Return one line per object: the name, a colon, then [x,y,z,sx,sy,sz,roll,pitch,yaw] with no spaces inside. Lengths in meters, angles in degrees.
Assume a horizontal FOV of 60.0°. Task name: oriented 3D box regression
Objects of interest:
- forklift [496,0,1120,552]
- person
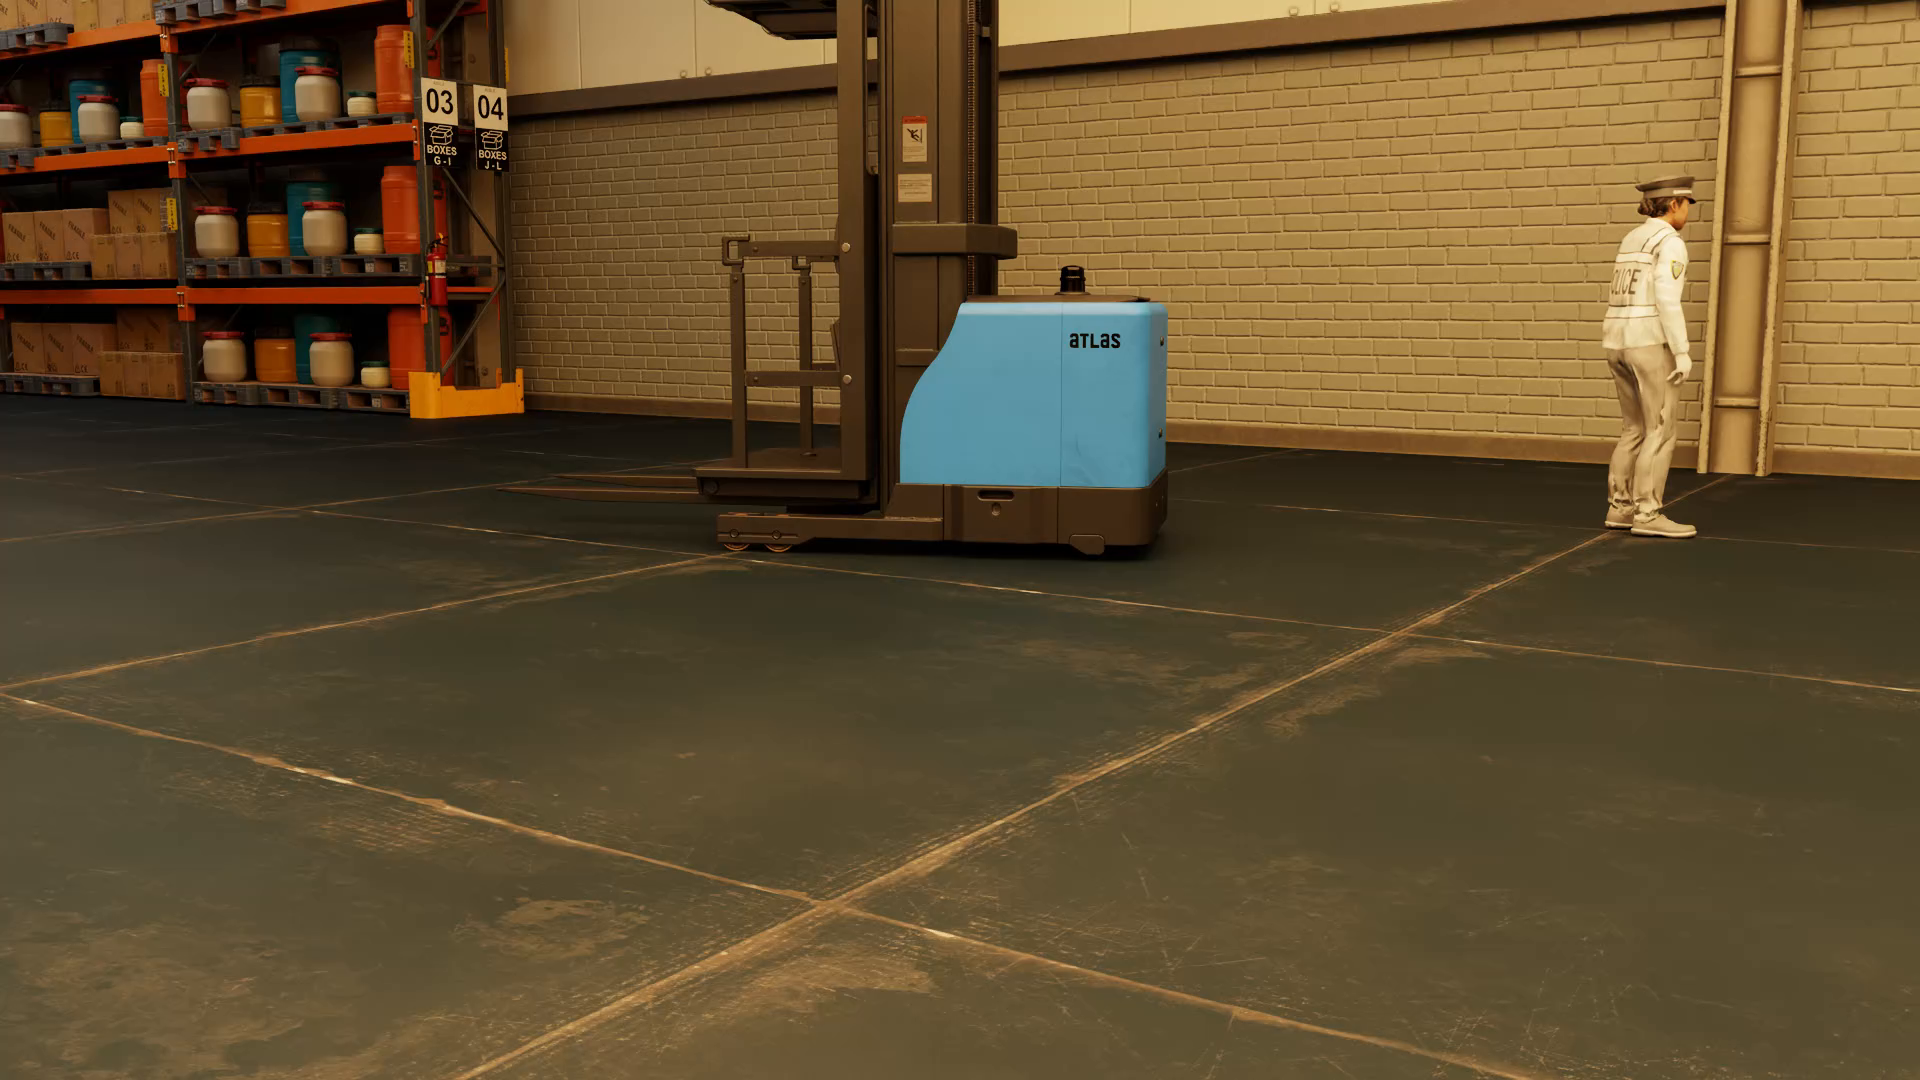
forklift: [-0.595,-1.469,7.524,3.031,2.935,1.121,2,8,12]
person: [3.225,-0.866,7.789,0.374,1.664,0.541,-1,8,-5]
